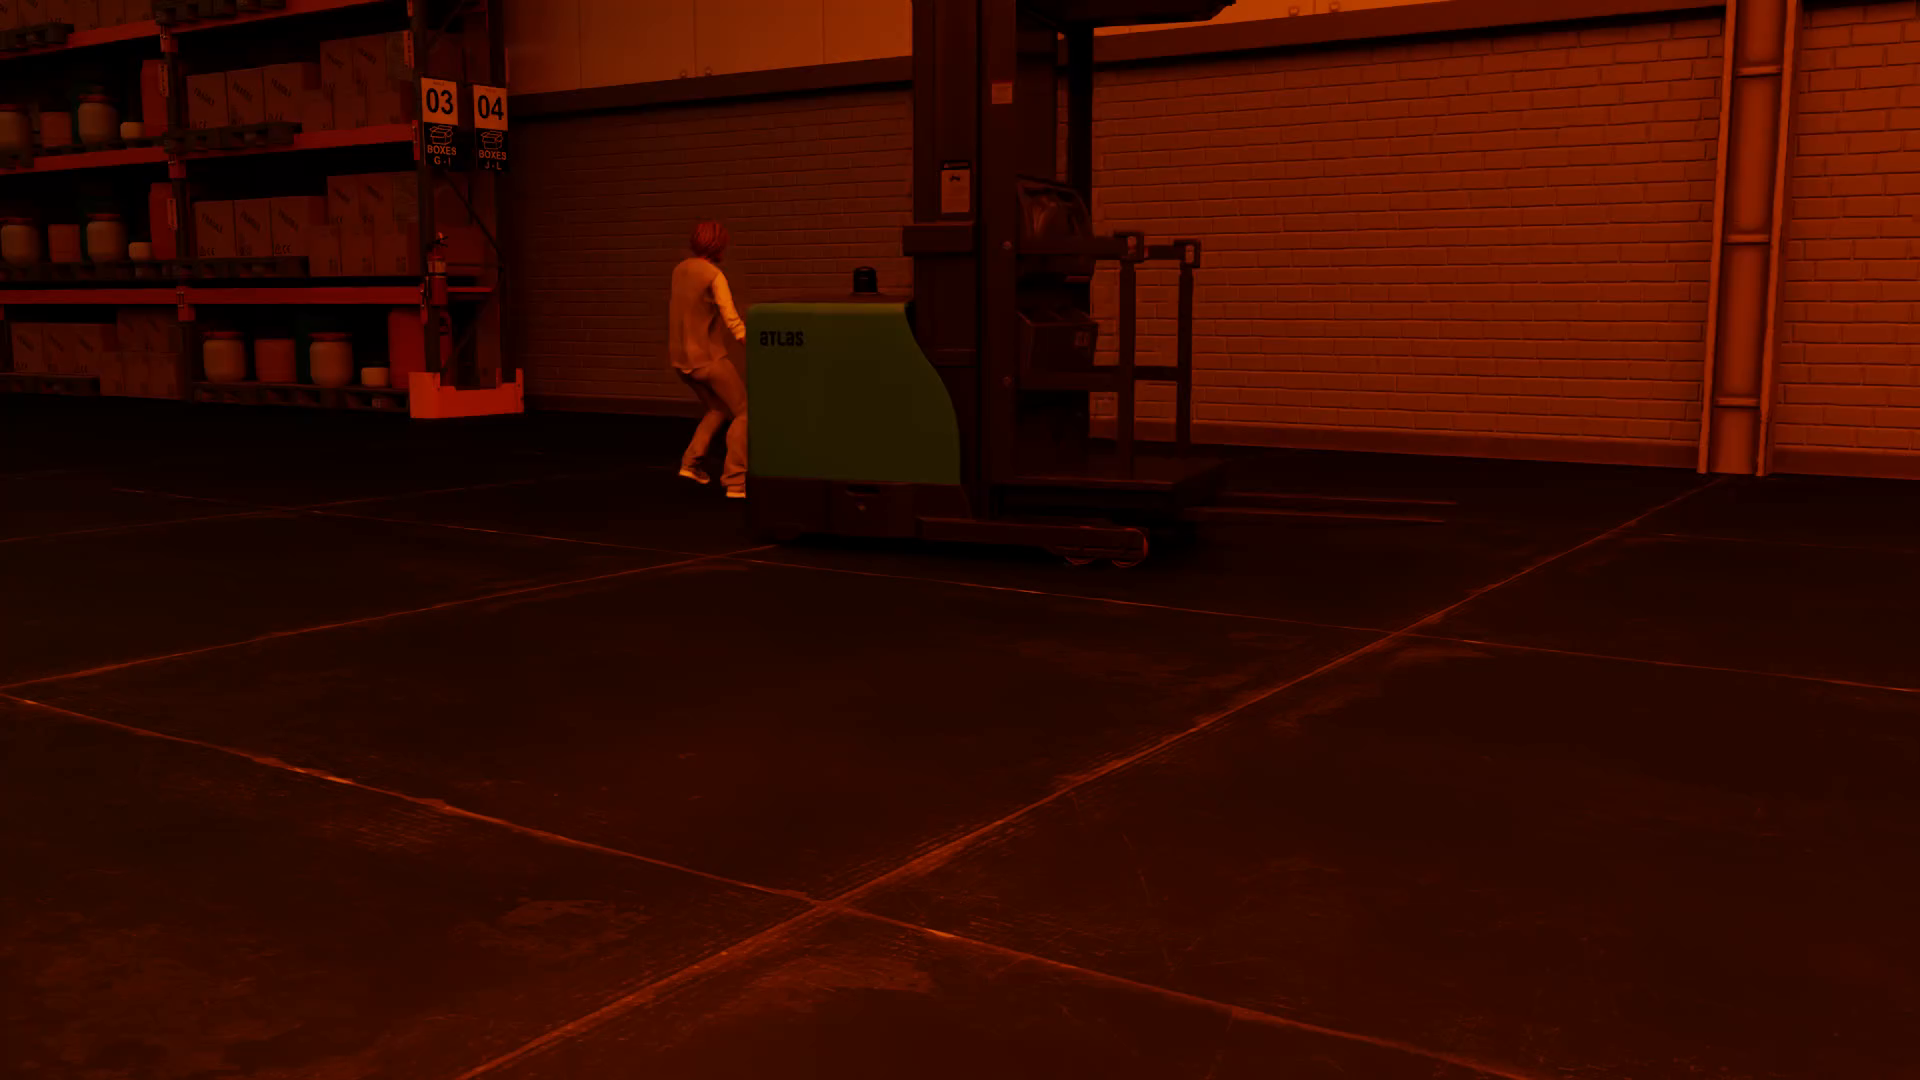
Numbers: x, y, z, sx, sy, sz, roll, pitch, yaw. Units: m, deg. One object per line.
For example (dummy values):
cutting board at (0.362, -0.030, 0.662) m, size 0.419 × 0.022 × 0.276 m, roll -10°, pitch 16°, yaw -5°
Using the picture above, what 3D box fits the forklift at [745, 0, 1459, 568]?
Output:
forklift at (0.605, -1.421, 7.183) m, size 3.031 × 2.935 × 1.130 m, roll 3°, pitch 9°, yaw 21°

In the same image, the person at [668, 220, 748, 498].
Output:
person at (-1.364, -1.006, 9.240) m, size 0.409 × 1.519 × 0.600 m, roll -7°, pitch 11°, yaw -42°
